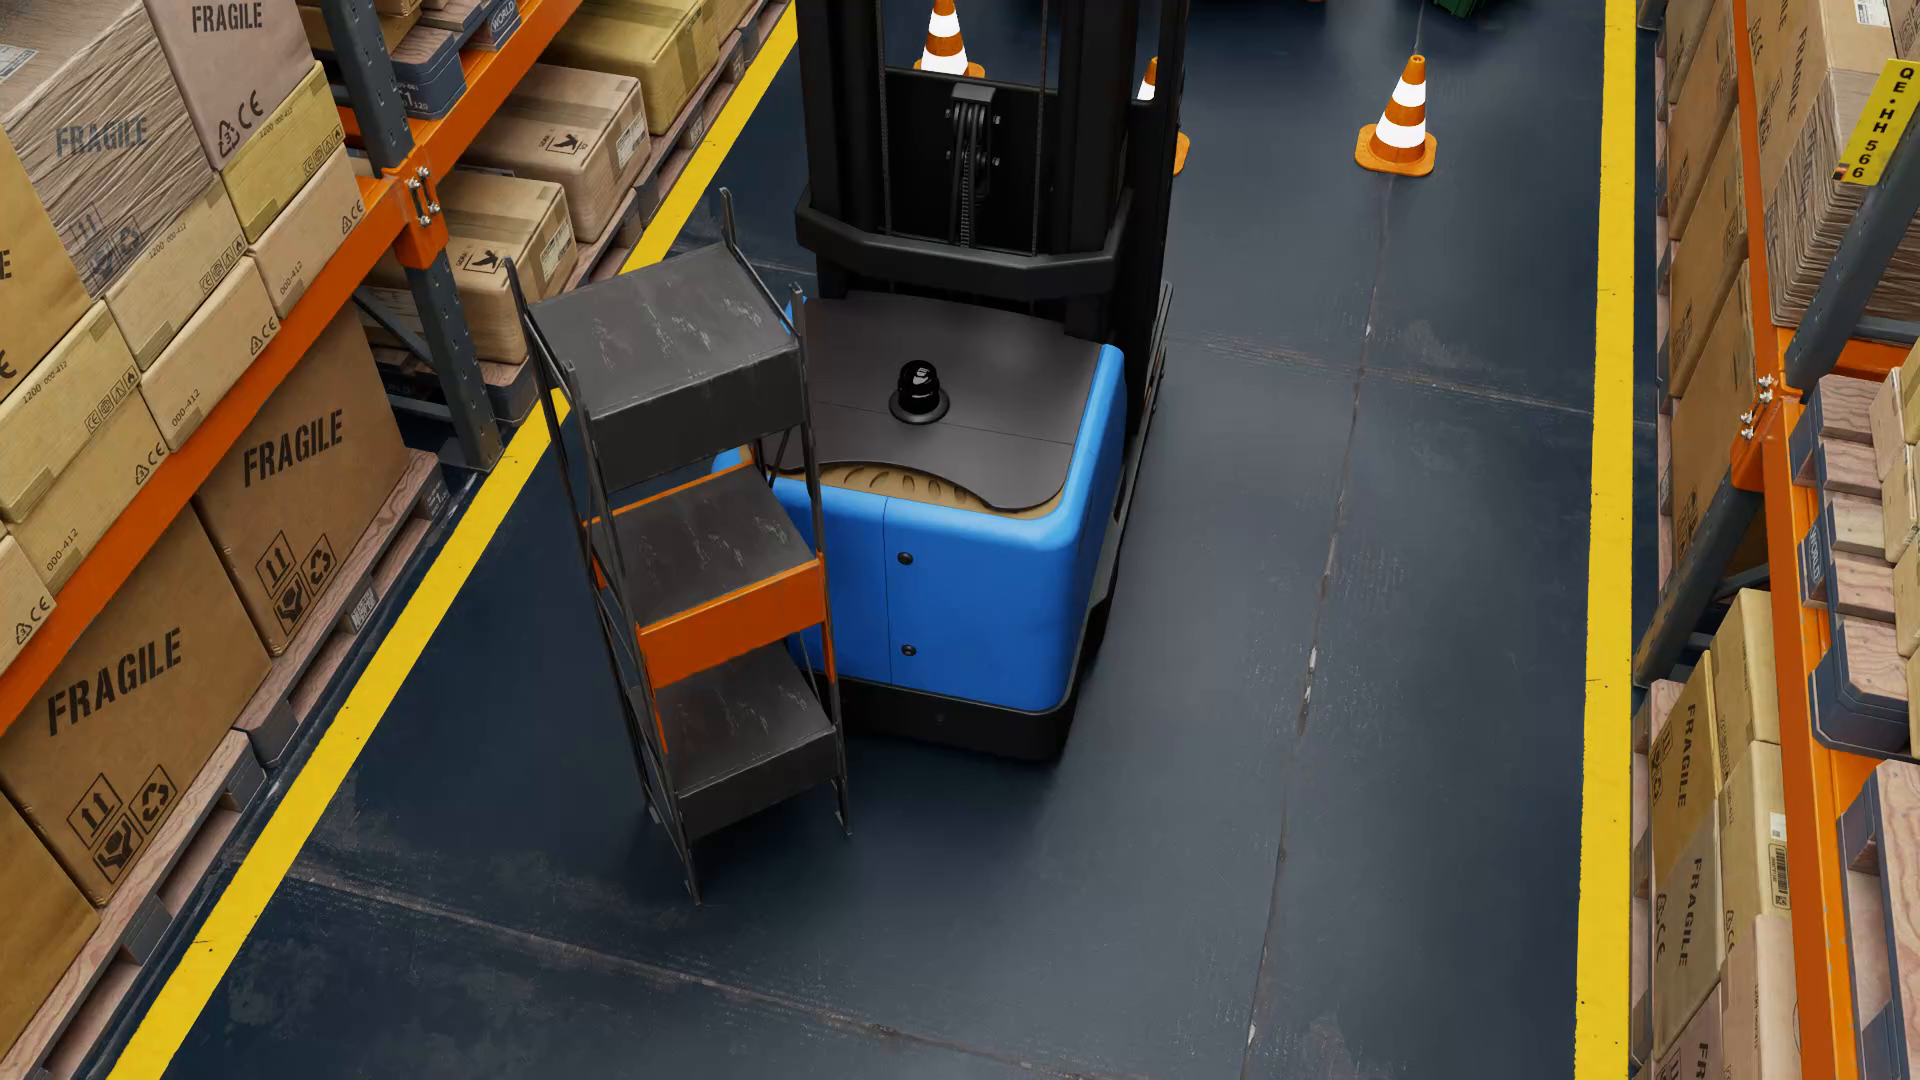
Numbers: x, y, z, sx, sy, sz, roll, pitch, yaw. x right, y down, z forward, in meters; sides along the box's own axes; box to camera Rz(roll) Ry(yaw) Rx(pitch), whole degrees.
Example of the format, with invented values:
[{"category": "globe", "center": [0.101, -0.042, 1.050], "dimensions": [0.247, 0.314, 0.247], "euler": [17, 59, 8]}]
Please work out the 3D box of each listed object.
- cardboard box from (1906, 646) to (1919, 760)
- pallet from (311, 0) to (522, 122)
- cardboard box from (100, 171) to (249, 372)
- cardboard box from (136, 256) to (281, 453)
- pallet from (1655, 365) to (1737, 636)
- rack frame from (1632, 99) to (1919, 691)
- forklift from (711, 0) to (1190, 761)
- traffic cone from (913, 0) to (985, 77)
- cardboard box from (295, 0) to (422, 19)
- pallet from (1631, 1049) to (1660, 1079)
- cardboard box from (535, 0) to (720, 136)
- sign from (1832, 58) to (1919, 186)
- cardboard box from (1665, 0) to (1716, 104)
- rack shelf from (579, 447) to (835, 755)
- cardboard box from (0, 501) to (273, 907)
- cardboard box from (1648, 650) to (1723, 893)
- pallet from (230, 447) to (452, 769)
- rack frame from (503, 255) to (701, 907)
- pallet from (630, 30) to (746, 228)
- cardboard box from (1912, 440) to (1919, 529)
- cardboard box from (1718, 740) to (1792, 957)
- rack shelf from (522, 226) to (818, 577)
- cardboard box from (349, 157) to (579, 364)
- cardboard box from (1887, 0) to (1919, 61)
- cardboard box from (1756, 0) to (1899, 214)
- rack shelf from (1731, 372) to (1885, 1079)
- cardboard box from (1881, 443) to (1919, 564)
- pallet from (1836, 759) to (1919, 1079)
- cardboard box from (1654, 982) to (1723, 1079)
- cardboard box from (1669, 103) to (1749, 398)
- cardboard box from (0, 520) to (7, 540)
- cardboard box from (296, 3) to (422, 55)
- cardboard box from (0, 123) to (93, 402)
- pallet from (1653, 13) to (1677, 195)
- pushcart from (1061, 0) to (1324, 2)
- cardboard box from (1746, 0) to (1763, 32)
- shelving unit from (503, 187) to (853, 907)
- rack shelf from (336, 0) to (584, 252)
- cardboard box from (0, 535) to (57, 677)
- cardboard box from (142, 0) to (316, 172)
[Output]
[{"category": "cardboard box", "center": [2.131, 0.348, 3.330], "dimensions": [0.380, 0.149, 0.250], "euler": [14, 50, 12]}, {"category": "pallet", "center": [-2.063, -1.842, 5.503], "dimensions": [1.213, 0.211, 1.003], "euler": [12, 50, 10]}, {"category": "cardboard box", "center": [-2.162, -0.713, 4.145], "dimensions": [0.500, 0.250, 0.500], "euler": [10, 49, 9]}, {"category": "cardboard box", "center": [-2.150, -0.530, 4.317], "dimensions": [0.500, 0.250, 0.500], "euler": [12, 50, 11]}, {"category": "pallet", "center": [2.934, -0.098, 5.695], "dimensions": [1.003, 0.211, 1.213], "euler": [12, 50, 10]}, {"category": "rack frame", "center": [2.654, -0.465, 4.160], "dimensions": [1.000, 3.000, 0.127], "euler": [12, 50, 10]}, {"category": "forklift", "center": [0.147, -1.429, 5.056], "dimensions": [1.130, 2.935, 3.031], "euler": [10, 49, 9]}, {"category": "traffic cone", "center": [-0.071, -2.249, 7.427], "dimensions": [0.336, 0.463, 0.334], "euler": [12, 50, 10]}, {"category": "cardboard box", "center": [-1.806, -1.919, 4.898], "dimensions": [0.500, 0.500, 0.500], "euler": [10, 49, 9]}, {"category": "pallet", "center": [2.124, 1.902, 3.930], "dimensions": [1.003, 0.211, 1.213], "euler": [12, 50, 10]}, {"category": "cardboard box", "center": [-1.598, -2.128, 7.100], "dimensions": [0.950, 0.372, 0.625], "euler": [13, 50, 11]}, {"category": "sign", "center": [2.118, -0.955, 3.820], "dimensions": [0.100, 0.325, 0.005], "euler": [12, 50, 10]}, {"category": "cardboard box", "center": [3.630, -2.286, 6.987], "dimensions": [1.050, 0.750, 0.750], "euler": [11, 50, 10]}, {"category": "rack shelf", "center": [-0.638, 0.154, 4.231], "dimensions": [0.480, 0.518, 0.431], "euler": [-22, 52, -18]}, {"category": "cardboard box", "center": [-2.649, 0.323, 4.601], "dimensions": [0.875, 0.875, 0.875], "euler": [12, 50, 10]}, {"category": "cardboard box", "center": [2.222, 0.684, 4.532], "dimensions": [0.500, 0.500, 0.500], "euler": [10, 49, 8]}, {"category": "pallet", "center": [-2.428, 0.109, 5.513], "dimensions": [1.003, 0.211, 1.213], "euler": [12, 50, 10]}, {"category": "rack frame", "center": [-0.852, 0.233, 4.144], "dimensions": [0.015, 2.100, 0.400], "euler": [-22, 52, -18]}, {"category": "pallet", "center": [-1.618, -1.891, 7.278], "dimensions": [1.003, 0.211, 1.213], "euler": [12, 50, 10]}, {"category": "cardboard box", "center": [2.264, -0.113, 3.538], "dimensions": [0.380, 0.149, 0.250], "euler": [14, 50, 12]}, {"category": "cardboard box", "center": [2.106, 0.793, 3.937], "dimensions": [0.500, 0.250, 0.500], "euler": [11, 49, 10]}, {"category": "rack shelf", "center": [-0.638, -0.309, 3.707], "dimensions": [0.480, 0.518, 0.431], "euler": [-22, 52, -18]}, {"category": "cardboard box", "center": [-1.990, -1.045, 6.144], "dimensions": [0.950, 0.372, 0.625], "euler": [9, 49, 7]}, {"category": "cardboard box", "center": [2.914, -1.518, 4.355], "dimensions": [0.700, 0.500, 0.500], "euler": [11, 49, 9]}, {"category": "cardboard box", "center": [2.646, -1.237, 4.775], "dimensions": [0.500, 0.500, 0.500], "euler": [12, 50, 10]}, {"category": "rack shelf", "center": [2.128, 1.220, 3.153], "dimensions": [1.077, 0.370, 4.000], "euler": [12, 50, 10]}, {"category": "cardboard box", "center": [2.271, -0.043, 3.675], "dimensions": [0.380, 0.149, 0.250], "euler": [14, 50, 12]}, {"category": "pallet", "center": [2.173, 1.038, 2.961], "dimensions": [1.003, 0.211, 1.213], "euler": [12, 50, 10]}, {"category": "cardboard box", "center": [1.962, 1.421, 3.882], "dimensions": [0.500, 0.500, 0.500], "euler": [10, 49, 9]}, {"category": "cardboard box", "center": [3.128, -0.915, 5.778], "dimensions": [1.050, 0.750, 0.750], "euler": [12, 50, 11]}, {"category": "cardboard box", "center": [-2.413, 0.037, 3.483], "dimensions": [0.500, 0.250, 0.500], "euler": [10, 49, 9]}, {"category": "cardboard box", "center": [-1.883, -1.623, 5.069], "dimensions": [0.380, 0.149, 0.250], "euler": [9, 49, 8]}, {"category": "cardboard box", "center": [-2.296, -0.577, 3.525], "dimensions": [0.500, 0.500, 0.500], "euler": [12, 50, 10]}, {"category": "pallet", "center": [3.577, -1.863, 7.253], "dimensions": [1.003, 0.211, 1.213], "euler": [12, 50, 10]}, {"category": "pushcart", "center": [1.118, -2.981, 8.129], "dimensions": [1.648, 0.377, 0.936], "euler": [-4, 49, -3]}, {"category": "cardboard box", "center": [2.909, -1.971, 5.422], "dimensions": [0.500, 0.500, 0.500], "euler": [12, 50, 11]}, {"category": "shelving unit", "center": [-0.638, 0.145, 4.221], "dimensions": [0.503, 2.100, 0.431], "euler": [-22, 52, -18]}, {"category": "rack shelf", "center": [-1.621, -2.577, 6.504], "dimensions": [1.077, 0.370, 4.000], "euler": [12, 50, 10]}, {"category": "cardboard box", "center": [-2.405, 0.206, 3.668], "dimensions": [0.500, 0.250, 0.500], "euler": [11, 49, 9]}, {"category": "cardboard box", "center": [-2.032, -1.307, 4.169], "dimensions": [0.500, 0.500, 0.500], "euler": [10, 49, 9]}]
